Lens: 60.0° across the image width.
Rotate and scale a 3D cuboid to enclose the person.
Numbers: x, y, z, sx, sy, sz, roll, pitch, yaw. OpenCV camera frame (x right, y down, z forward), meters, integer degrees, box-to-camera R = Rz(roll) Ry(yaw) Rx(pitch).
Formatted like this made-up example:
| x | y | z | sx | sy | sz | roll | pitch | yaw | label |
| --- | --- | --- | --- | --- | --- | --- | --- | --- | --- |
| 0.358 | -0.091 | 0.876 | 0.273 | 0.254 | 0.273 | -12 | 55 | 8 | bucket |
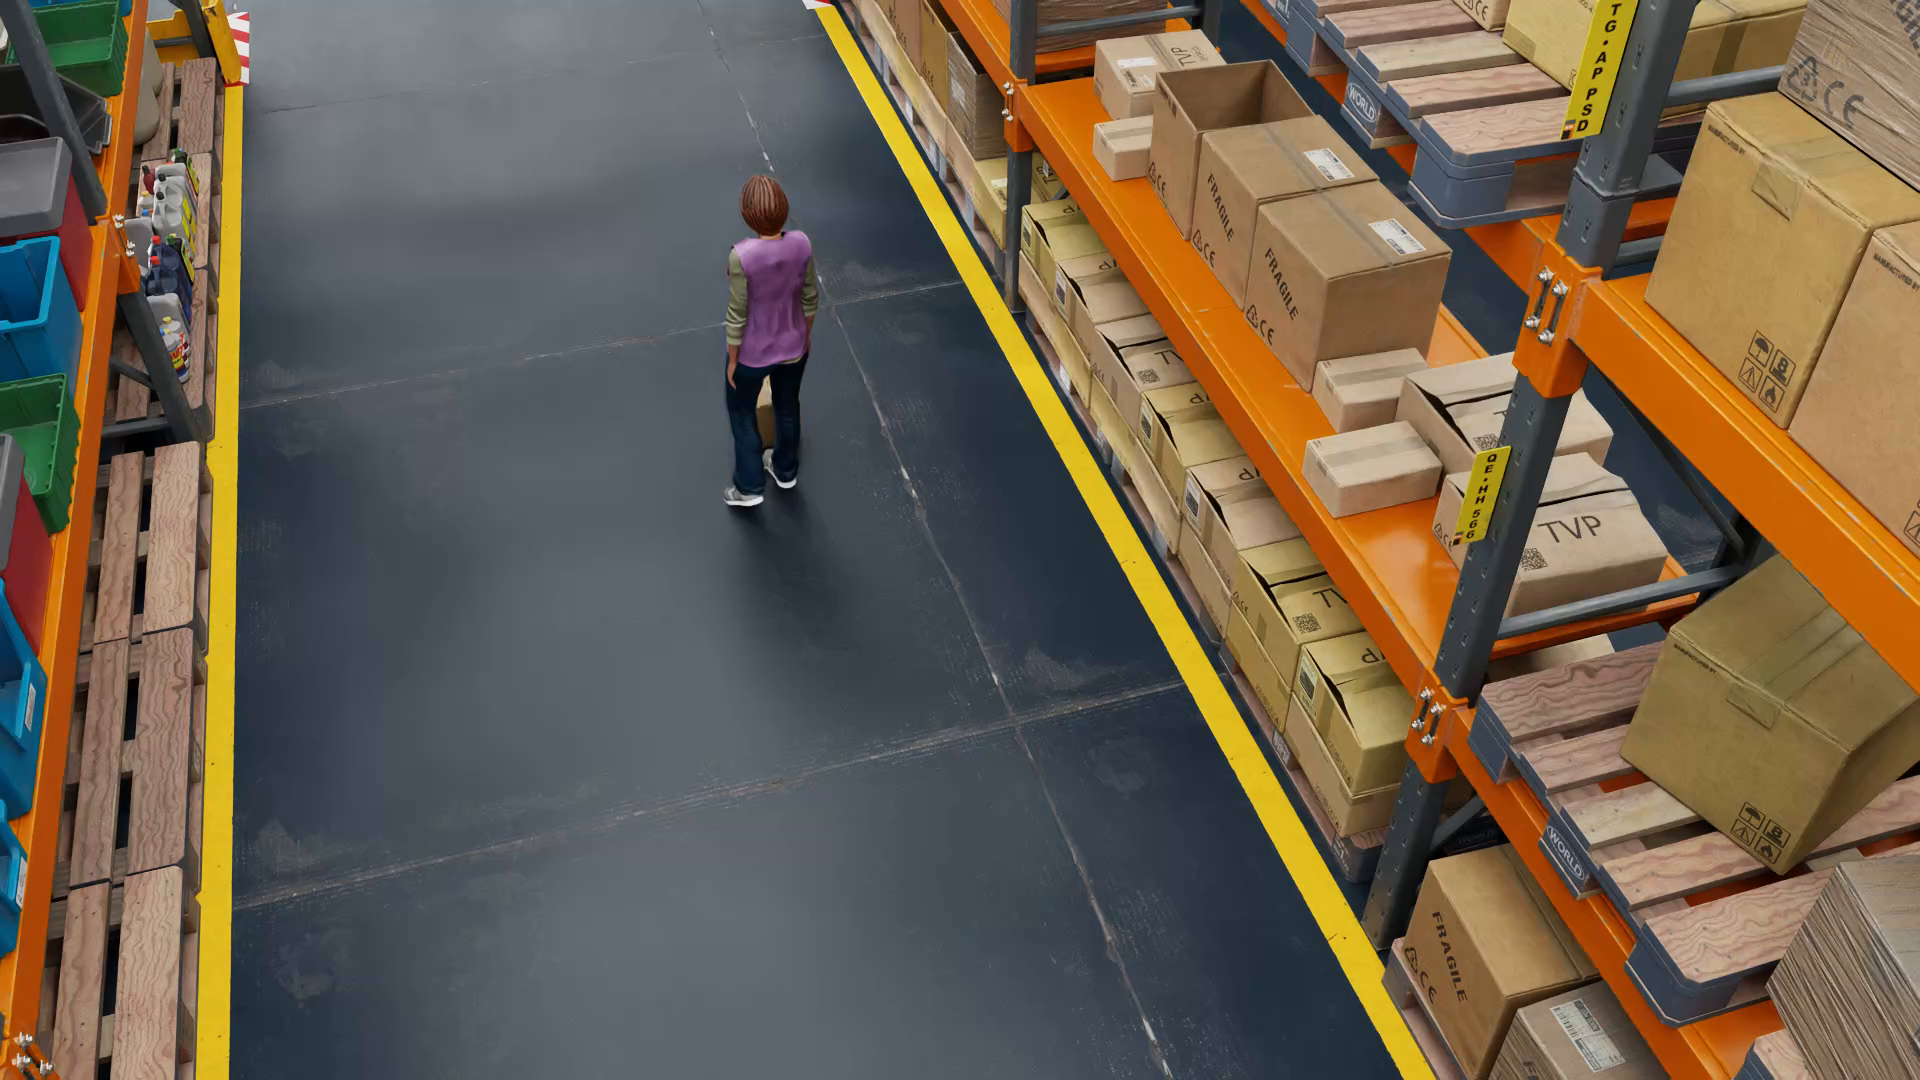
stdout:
| x | y | z | sx | sy | sz | roll | pitch | yaw | label |
| --- | --- | --- | --- | --- | --- | --- | --- | --- | --- |
| -0.837 | -0.814 | 7.048 | 0.476 | 1.643 | 0.419 | -20 | 46 | -20 | person |
